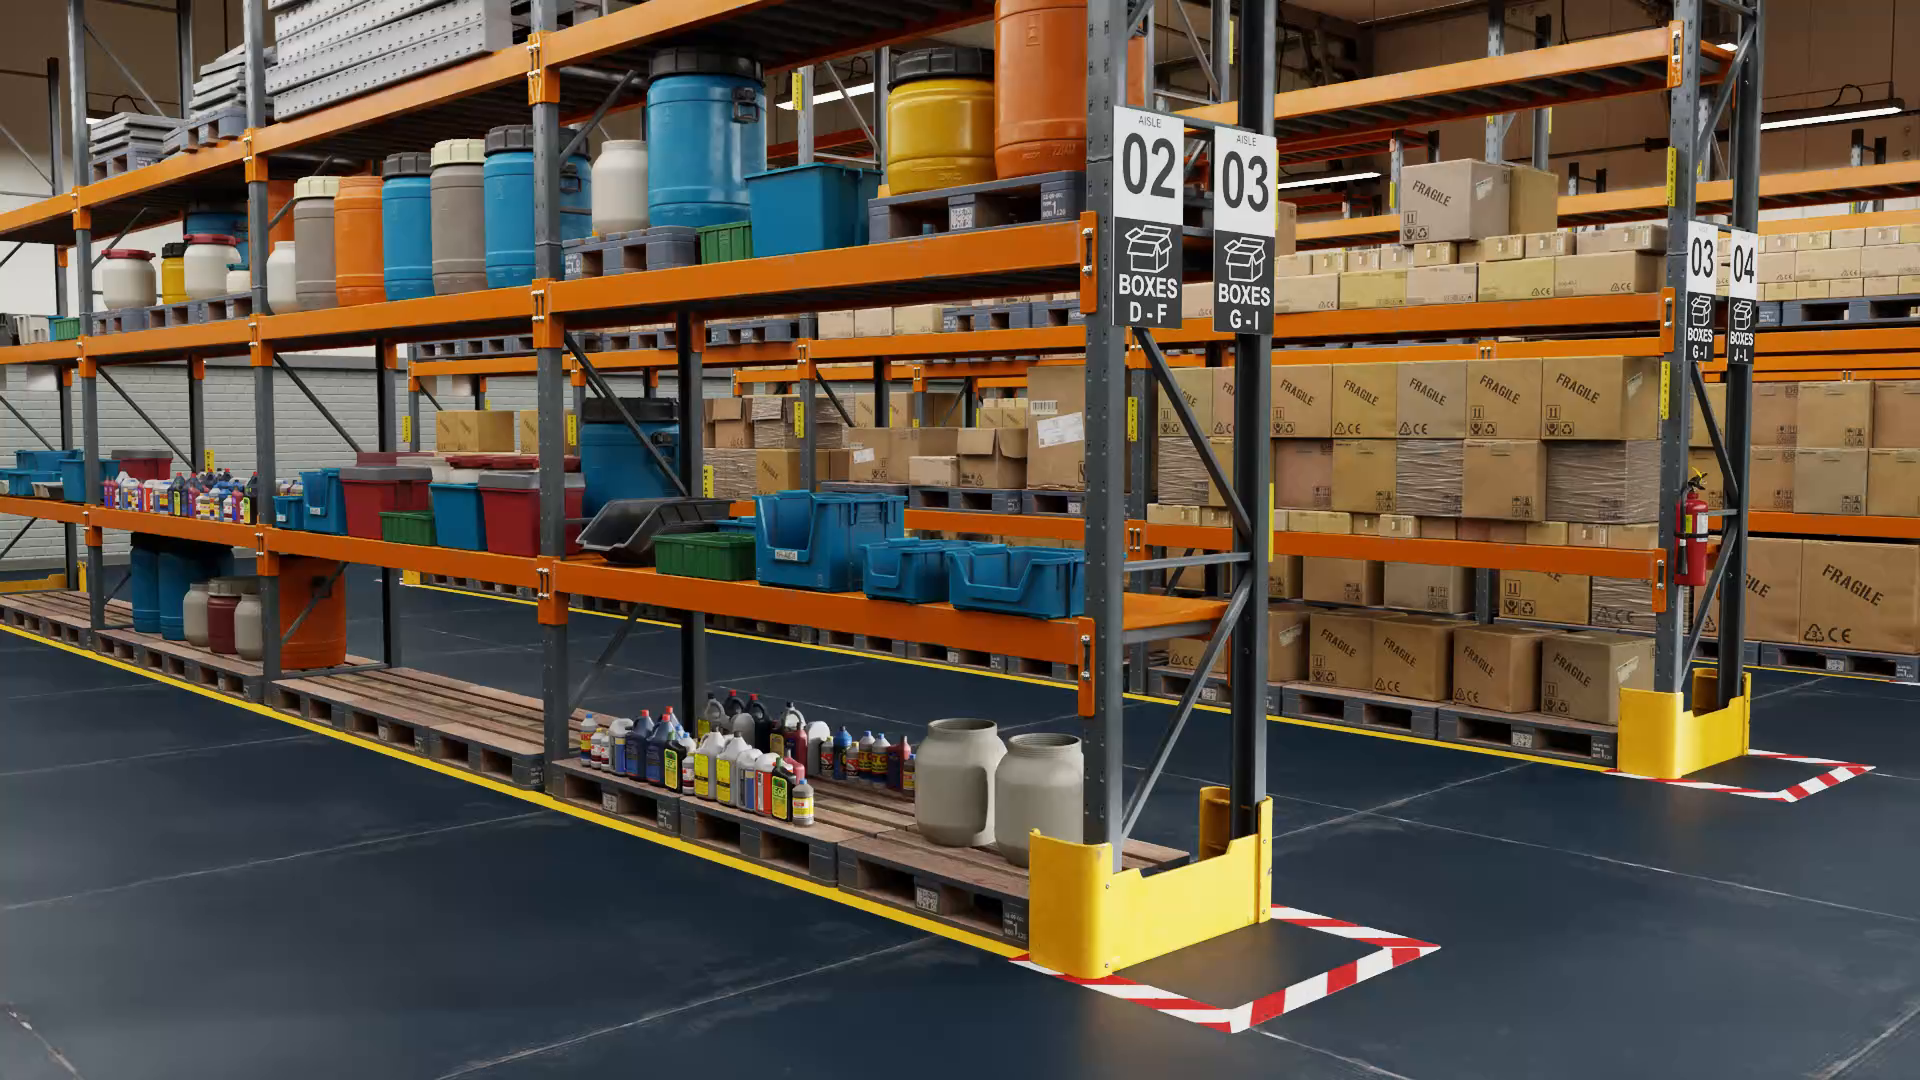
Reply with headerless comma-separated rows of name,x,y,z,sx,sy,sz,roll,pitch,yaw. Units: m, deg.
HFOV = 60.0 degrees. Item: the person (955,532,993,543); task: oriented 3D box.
person,0.138,-0.011,17.585,0.527,1.653,0.351,4,5,42
